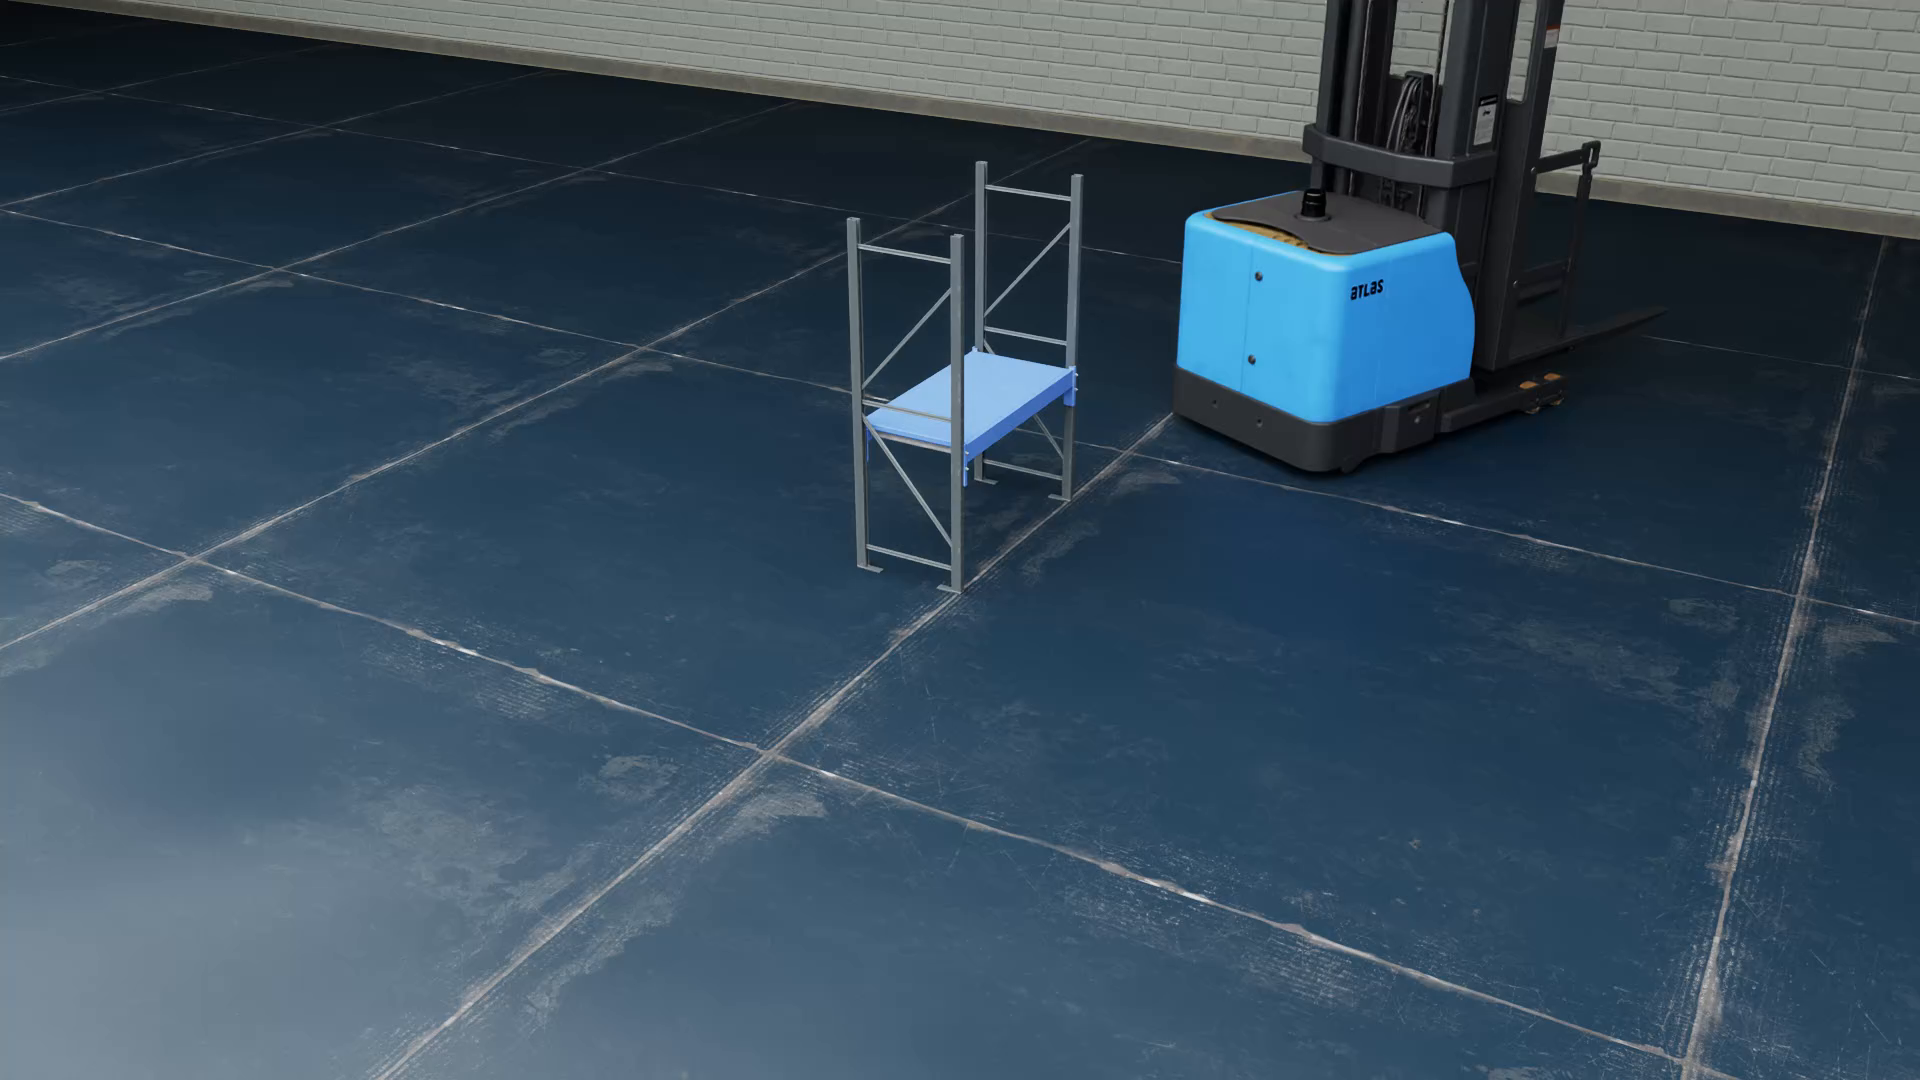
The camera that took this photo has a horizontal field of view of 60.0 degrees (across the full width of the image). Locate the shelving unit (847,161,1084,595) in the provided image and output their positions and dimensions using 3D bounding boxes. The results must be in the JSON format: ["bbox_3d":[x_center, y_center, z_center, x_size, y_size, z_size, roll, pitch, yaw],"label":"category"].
[{"bbox_3d":[0.042,-0.704,6.981,0.538,1.500,1.048,14,30,26],"label":"shelving unit"}]

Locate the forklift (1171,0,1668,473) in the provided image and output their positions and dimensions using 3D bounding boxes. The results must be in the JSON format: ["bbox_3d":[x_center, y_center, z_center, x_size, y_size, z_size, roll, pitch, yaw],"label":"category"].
[{"bbox_3d":[2.559,-2.131,8.232,3.031,2.935,1.130,-18,32,-32],"label":"forklift"}]

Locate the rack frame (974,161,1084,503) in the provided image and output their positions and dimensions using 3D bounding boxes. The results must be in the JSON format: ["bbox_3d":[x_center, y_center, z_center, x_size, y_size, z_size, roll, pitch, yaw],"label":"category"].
[{"bbox_3d":[0.292,-0.902,7.376,0.500,1.500,0.032,14,30,26],"label":"rack frame"}]

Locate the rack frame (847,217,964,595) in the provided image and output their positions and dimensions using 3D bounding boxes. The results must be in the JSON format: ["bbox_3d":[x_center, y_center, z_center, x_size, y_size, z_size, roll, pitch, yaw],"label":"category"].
[{"bbox_3d":[-0.208,-0.506,6.585,0.500,1.500,0.032,14,30,26],"label":"rack frame"}]

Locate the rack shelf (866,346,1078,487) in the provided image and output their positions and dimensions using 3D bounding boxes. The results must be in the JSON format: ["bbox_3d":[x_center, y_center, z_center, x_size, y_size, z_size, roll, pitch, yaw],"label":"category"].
[{"bbox_3d":[0.042,-0.543,7.061,0.538,0.185,1.000,14,30,26],"label":"rack shelf"}]
